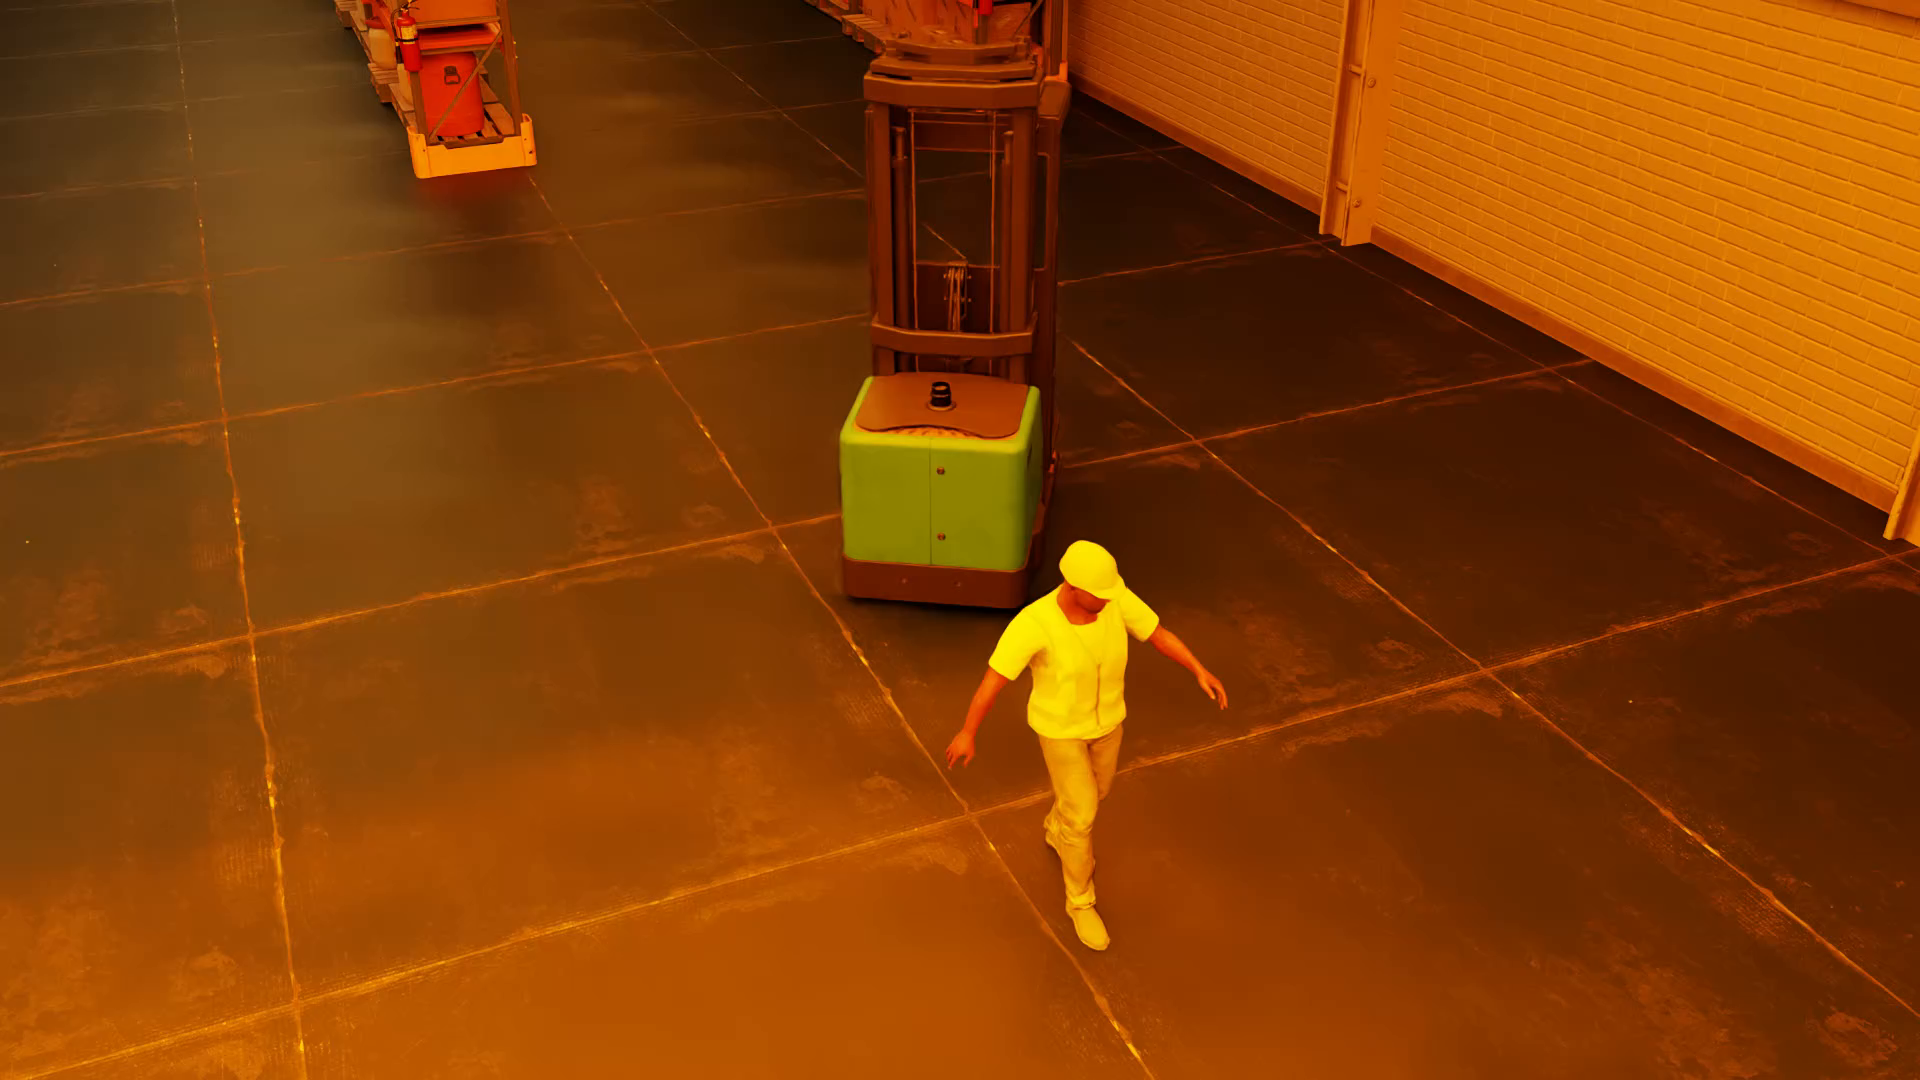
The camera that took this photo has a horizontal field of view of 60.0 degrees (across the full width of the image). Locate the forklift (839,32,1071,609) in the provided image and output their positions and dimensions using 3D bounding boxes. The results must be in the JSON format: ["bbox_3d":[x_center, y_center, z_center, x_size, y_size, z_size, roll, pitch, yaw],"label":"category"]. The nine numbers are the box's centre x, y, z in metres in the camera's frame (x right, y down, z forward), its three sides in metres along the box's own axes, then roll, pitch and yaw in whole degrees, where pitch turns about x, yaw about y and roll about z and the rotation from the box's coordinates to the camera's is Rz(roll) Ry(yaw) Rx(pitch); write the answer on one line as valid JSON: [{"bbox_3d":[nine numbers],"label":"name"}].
[{"bbox_3d":[0.050,-1.601,9.919,1.130,2.935,3.031,4,30,7],"label":"forklift"}]

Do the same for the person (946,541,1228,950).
[{"bbox_3d":[0.503,0.805,6.934,1.033,1.749,0.738,-18,34,-28],"label":"person"}]
